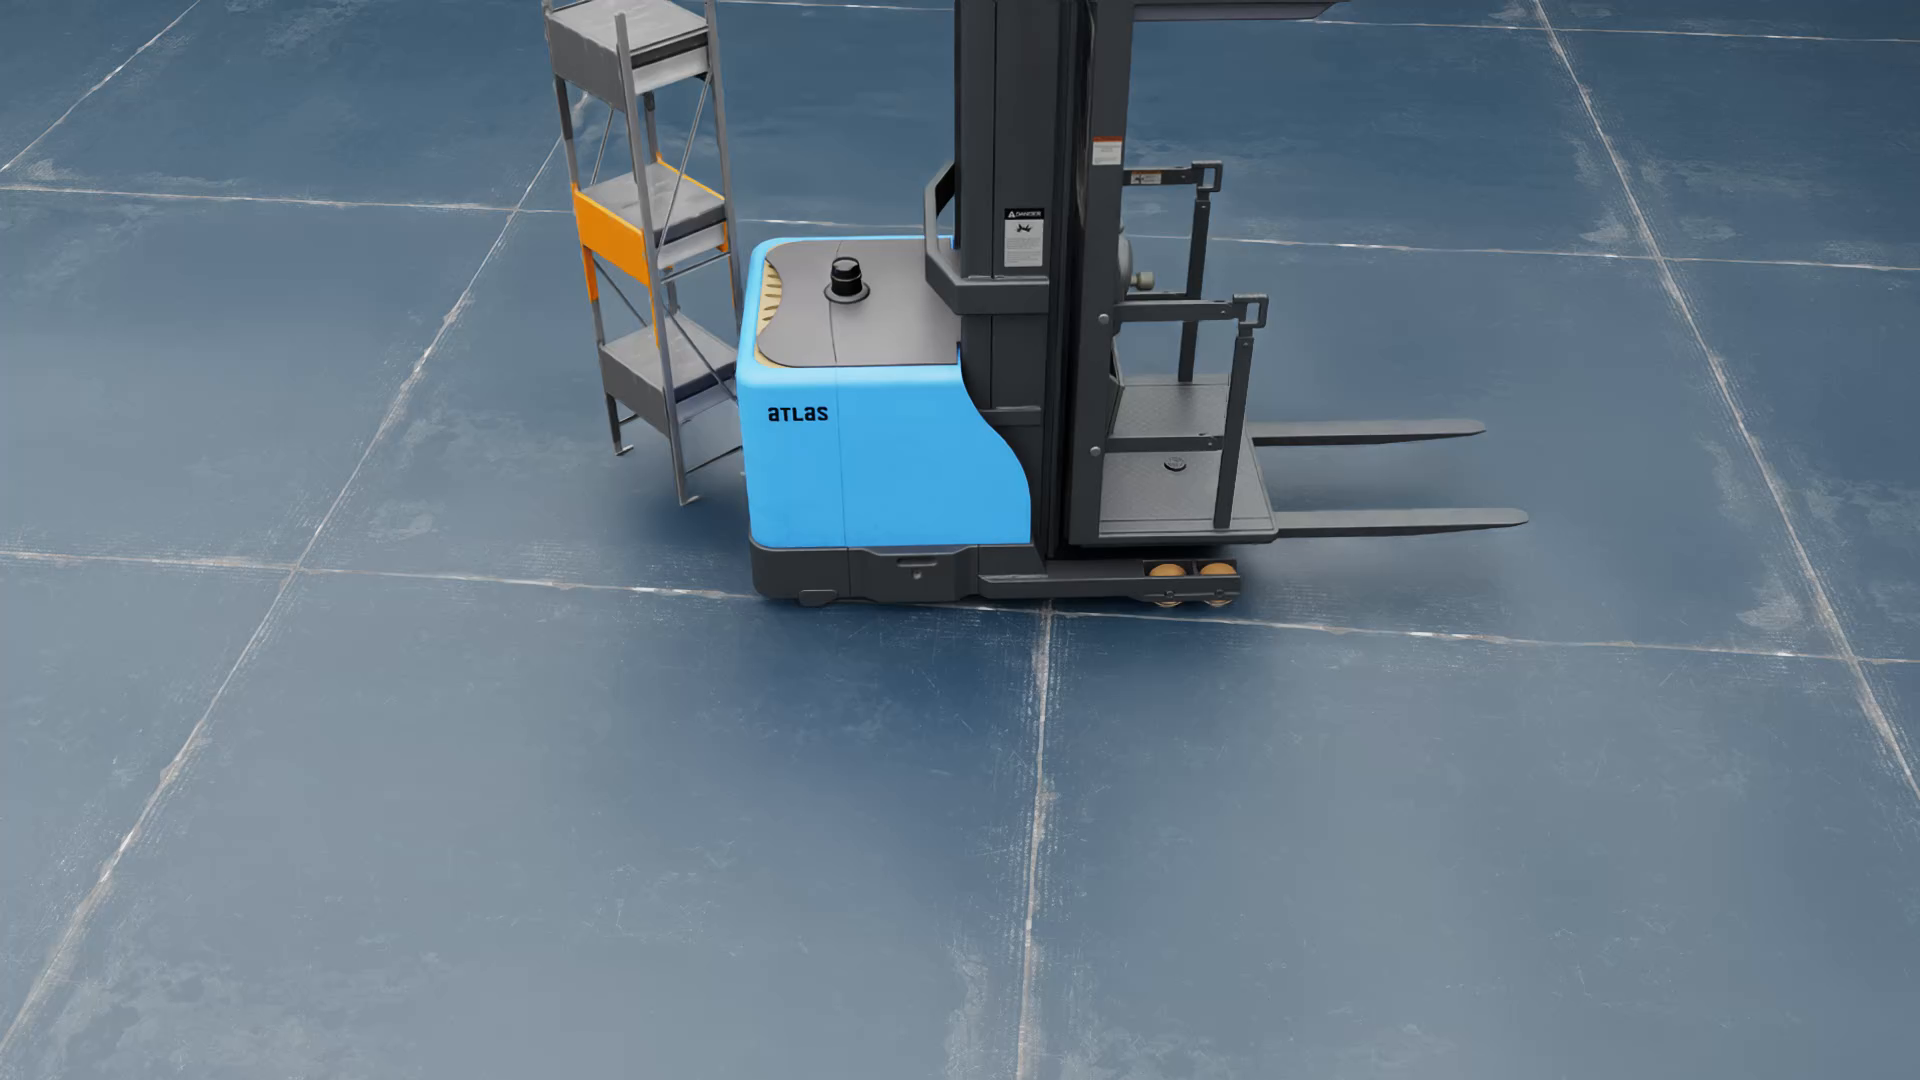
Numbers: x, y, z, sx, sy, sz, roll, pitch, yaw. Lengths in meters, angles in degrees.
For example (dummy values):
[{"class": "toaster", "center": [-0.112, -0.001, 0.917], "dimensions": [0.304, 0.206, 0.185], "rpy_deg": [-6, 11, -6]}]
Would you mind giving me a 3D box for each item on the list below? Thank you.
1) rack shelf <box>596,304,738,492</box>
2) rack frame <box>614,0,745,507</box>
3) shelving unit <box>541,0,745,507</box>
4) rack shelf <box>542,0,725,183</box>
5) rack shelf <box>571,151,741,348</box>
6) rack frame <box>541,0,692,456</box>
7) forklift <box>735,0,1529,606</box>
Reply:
[{"class": "rack shelf", "center": [-1.179, -0.599, 6.953], "dimensions": [0.431, 0.518, 0.480], "rpy_deg": [-30, 48, -32]}, {"class": "rack frame", "center": [-1.014, -1.039, 6.363], "dimensions": [0.400, 2.100, 0.015], "rpy_deg": [-30, 48, -32]}, {"class": "shelving unit", "center": [-1.179, -1.152, 6.503], "dimensions": [0.431, 2.100, 0.503], "rpy_deg": [-30, 48, -32]}, {"class": "rack shelf", "center": [-1.179, -1.685, 6.069], "dimensions": [0.431, 0.518, 0.480], "rpy_deg": [-30, 48, -32]}, {"class": "rack shelf", "center": [-1.179, -1.142, 6.511], "dimensions": [0.431, 0.518, 0.480], "rpy_deg": [-30, 48, -32]}, {"class": "rack frame", "center": [-1.344, -1.266, 6.642], "dimensions": [0.400, 2.100, 0.015], "rpy_deg": [-30, 48, -32]}, {"class": "forklift", "center": [0.699, -1.216, 5.922], "dimensions": [3.031, 2.935, 1.130], "rpy_deg": [-1, 39, -1]}]
